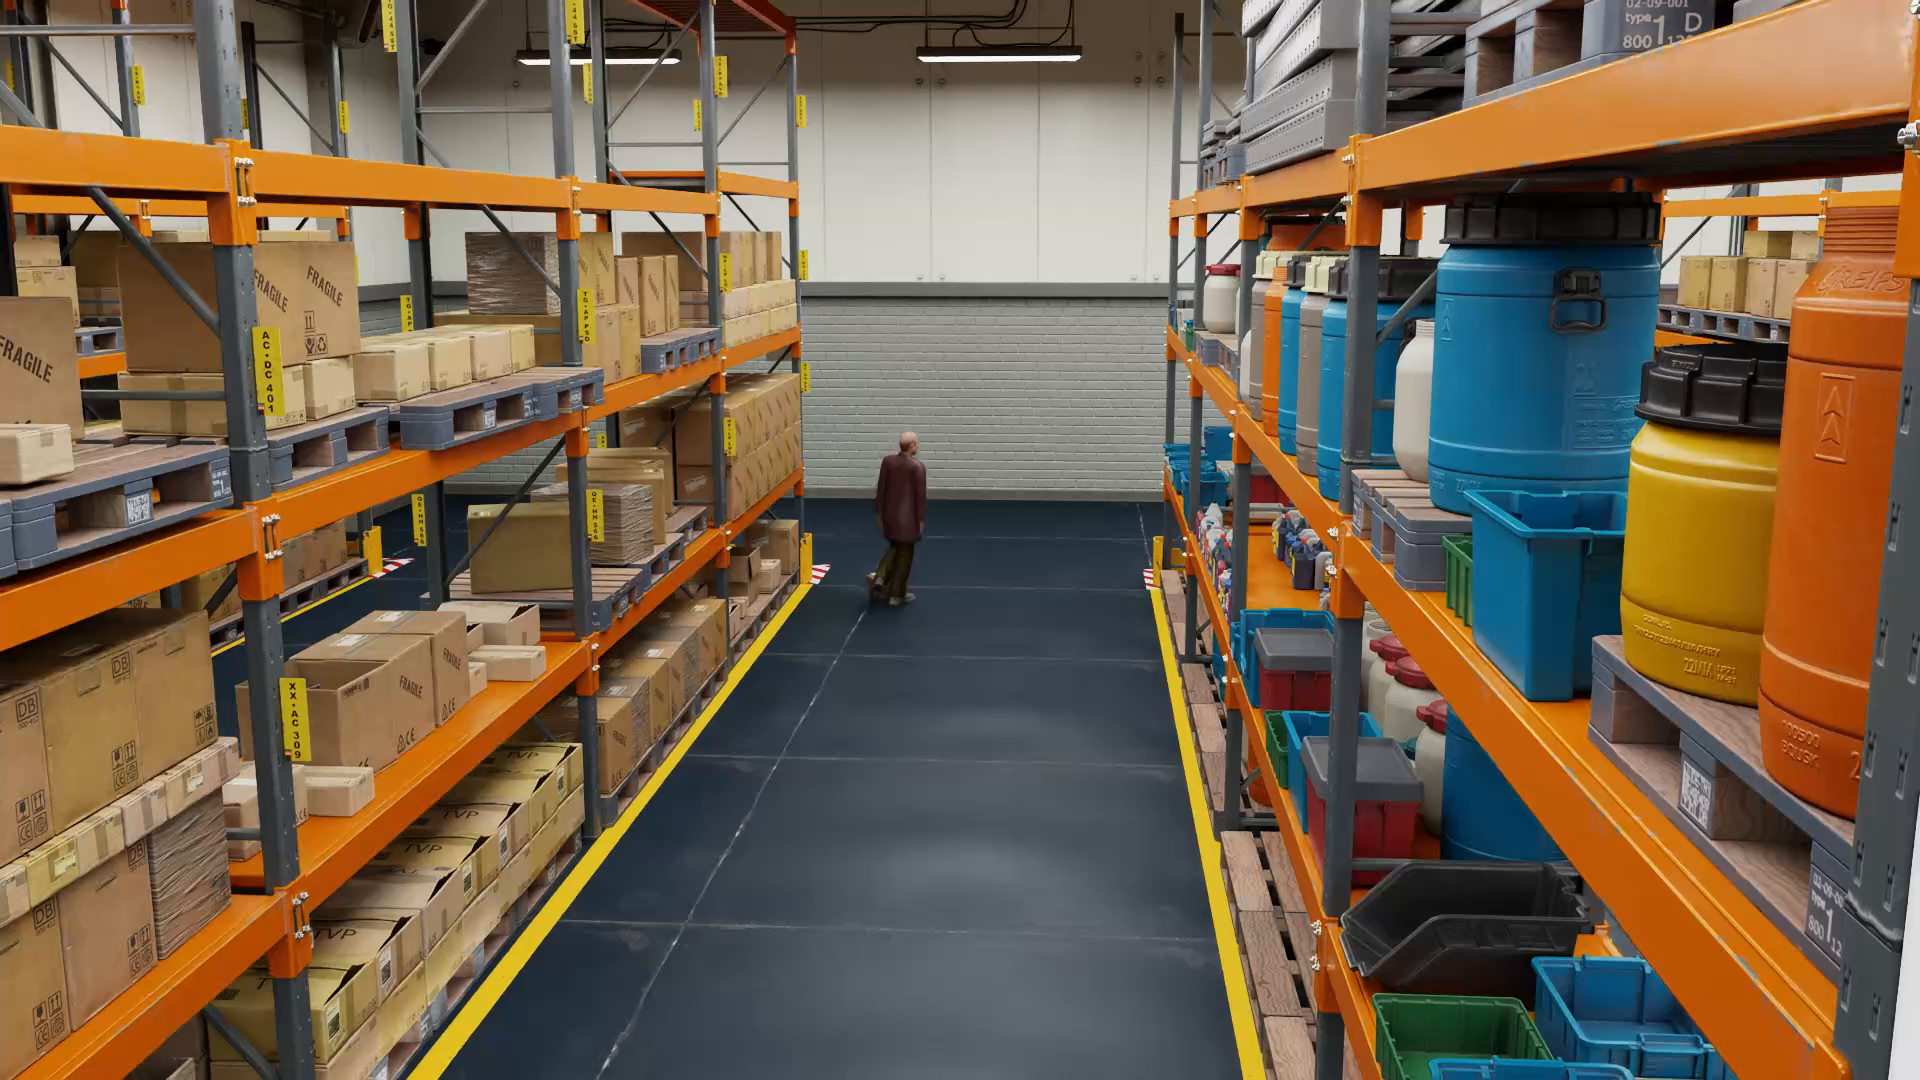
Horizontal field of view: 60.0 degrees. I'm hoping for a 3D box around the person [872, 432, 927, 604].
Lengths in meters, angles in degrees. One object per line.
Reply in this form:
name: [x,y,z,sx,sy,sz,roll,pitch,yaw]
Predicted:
person: [-0.623,-0.222,17.104,0.614,1.774,0.563,8,13,36]
